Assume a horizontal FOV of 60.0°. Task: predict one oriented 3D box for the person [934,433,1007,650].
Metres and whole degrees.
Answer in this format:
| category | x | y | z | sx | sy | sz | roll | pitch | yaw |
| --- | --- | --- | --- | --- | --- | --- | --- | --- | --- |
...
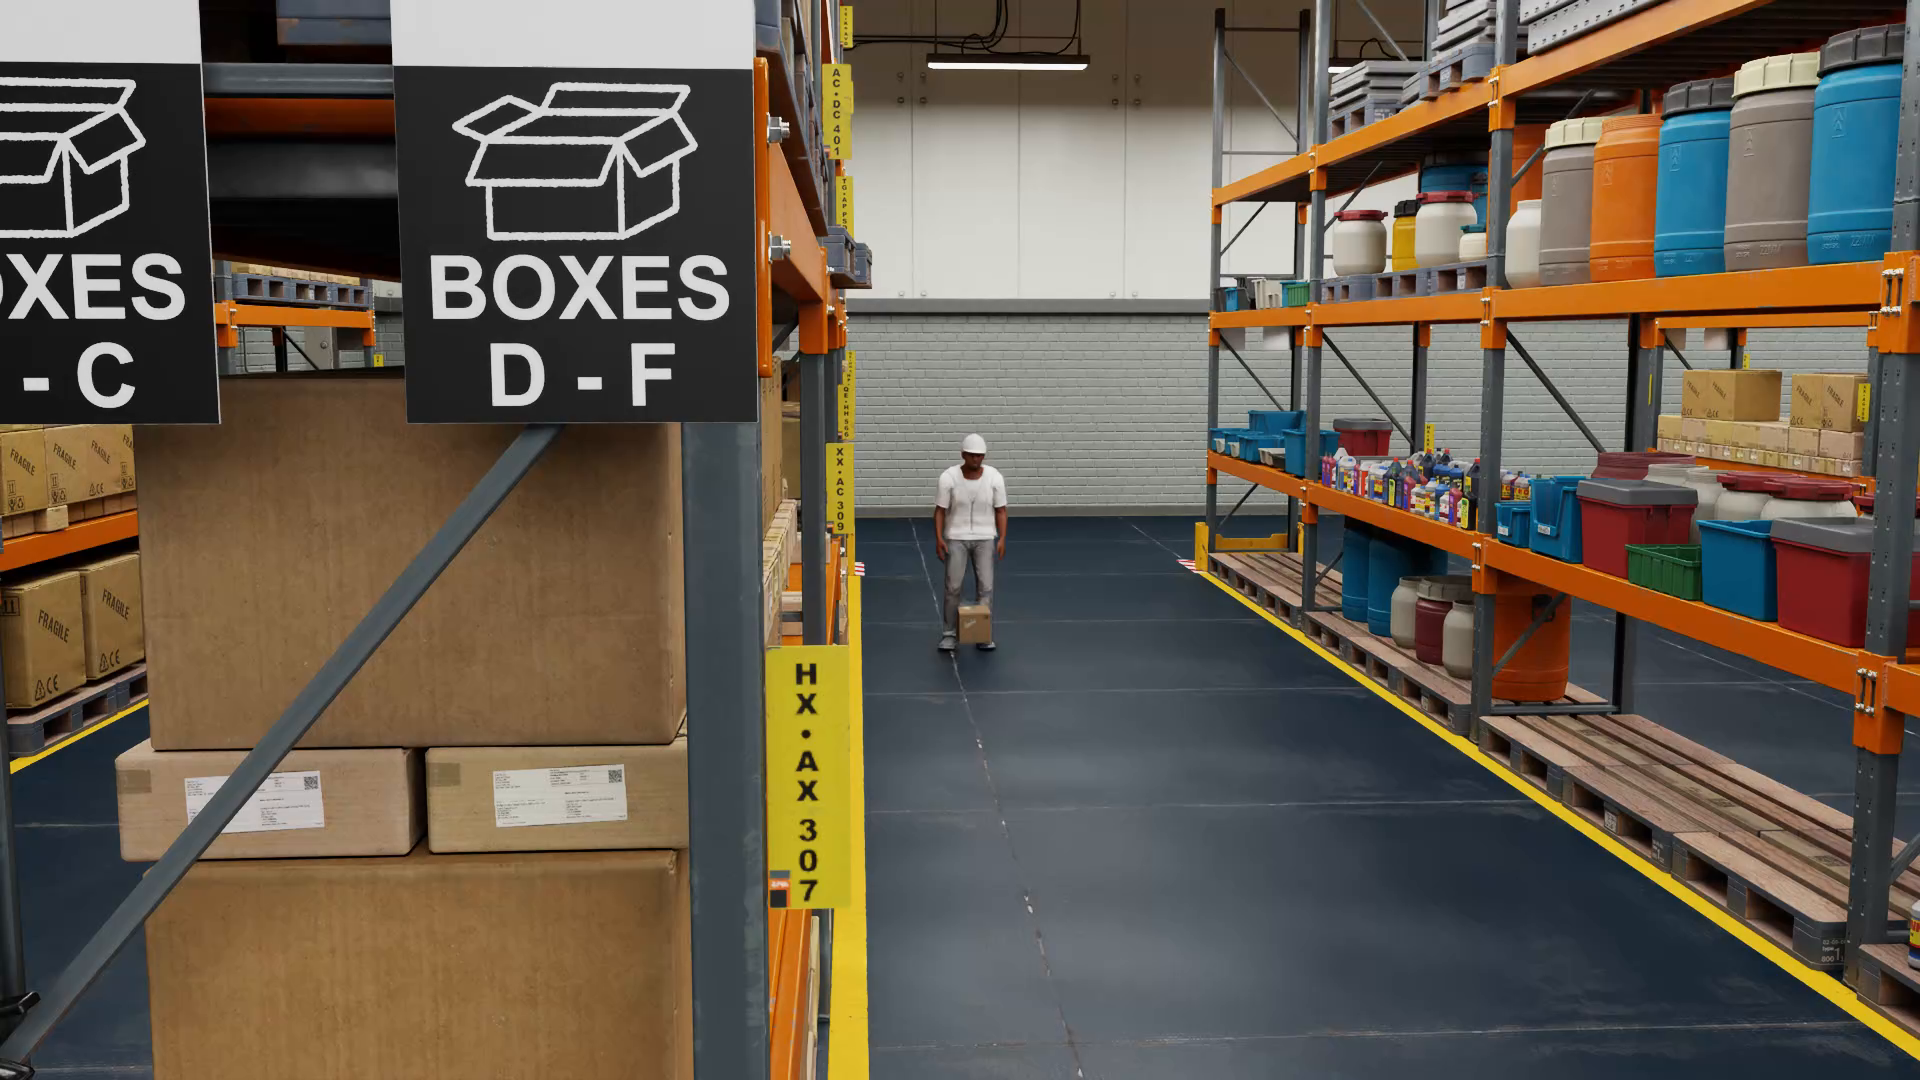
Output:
| category | x | y | z | sx | sy | sz | roll | pitch | yaw |
| --- | --- | --- | --- | --- | --- | --- | --- | --- | --- |
| person | 0.089 | 0.010 | 13.574 | 0.604 | 1.762 | 0.446 | -1 | 7 | -5 |
